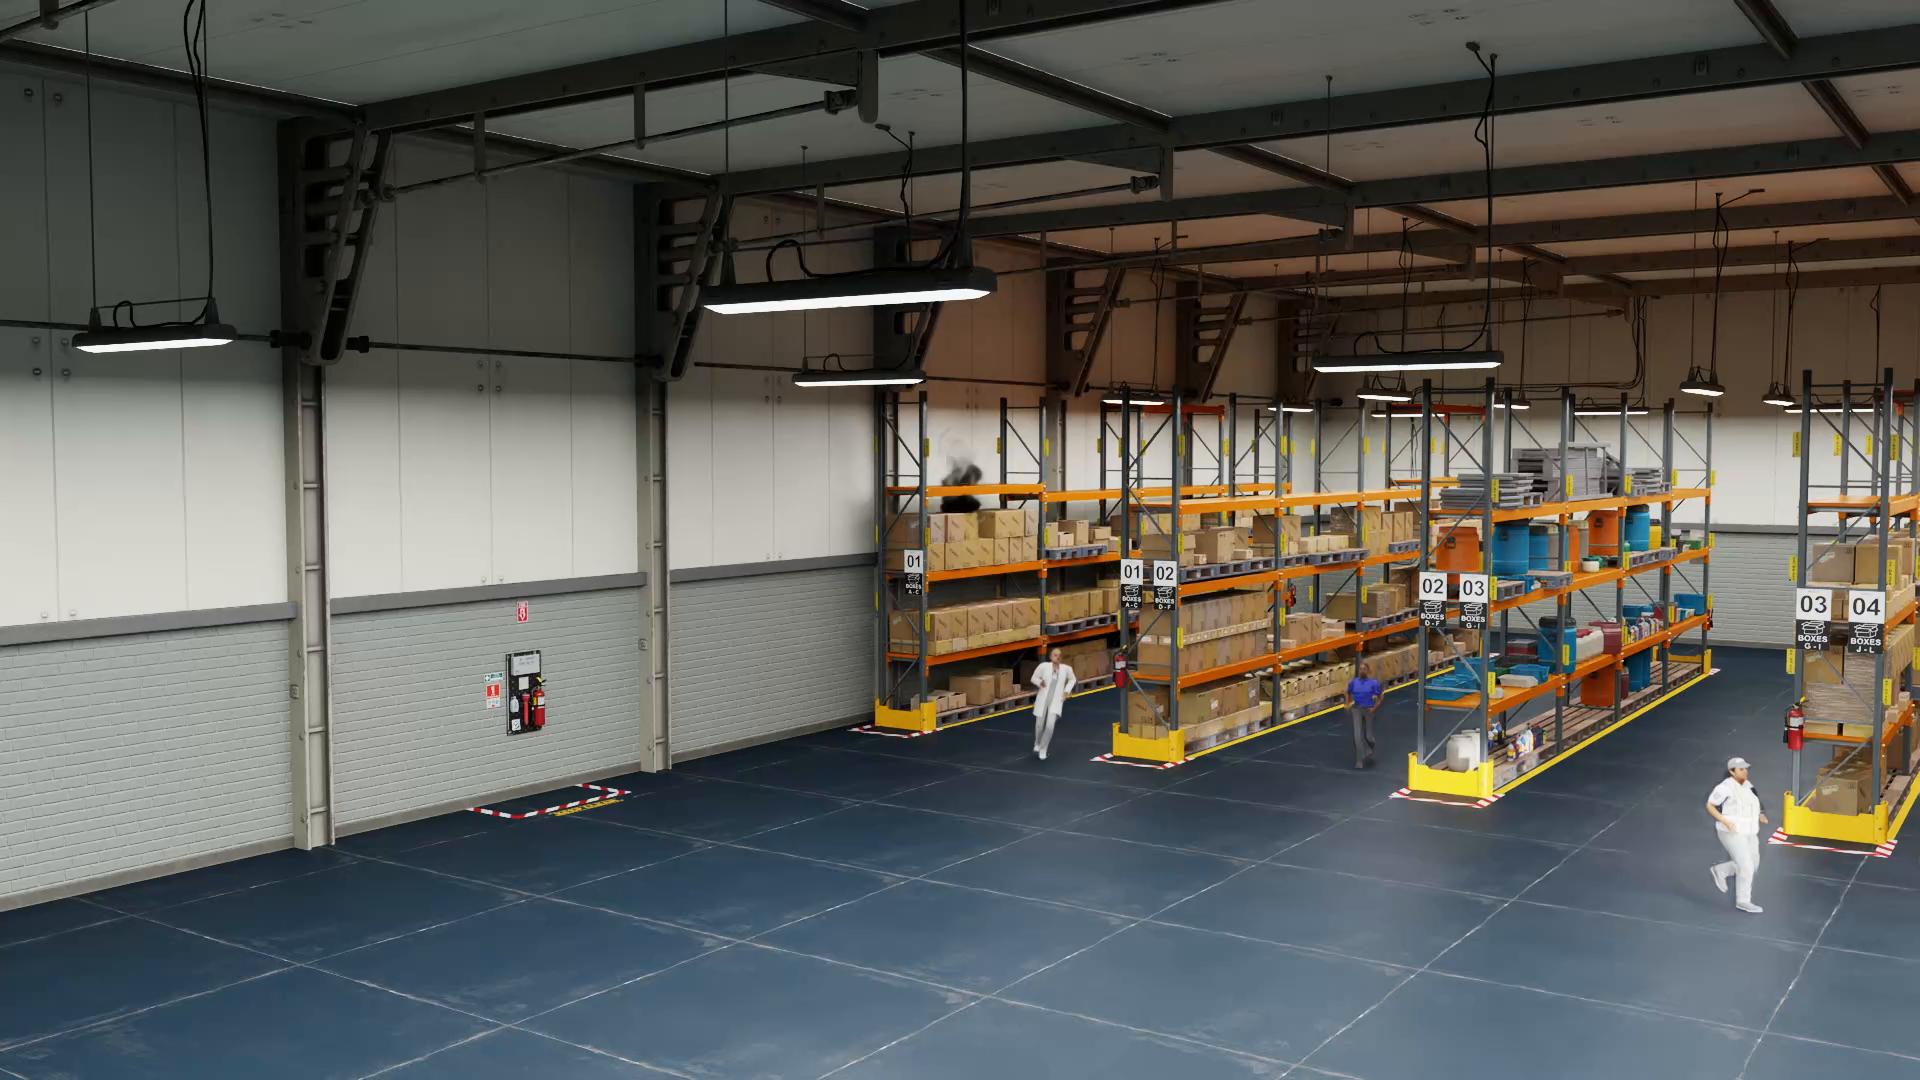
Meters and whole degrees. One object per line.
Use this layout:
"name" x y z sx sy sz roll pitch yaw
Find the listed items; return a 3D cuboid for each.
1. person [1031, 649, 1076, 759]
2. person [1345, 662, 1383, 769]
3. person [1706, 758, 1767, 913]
"person" 1.499 2.651 26.907 0.712 1.795 0.770 0 3 9
"person" 6.352 2.735 26.180 0.607 1.631 0.797 1 3 23
"person" 8.456 3.181 18.127 0.617 1.627 0.739 -1 3 -25
